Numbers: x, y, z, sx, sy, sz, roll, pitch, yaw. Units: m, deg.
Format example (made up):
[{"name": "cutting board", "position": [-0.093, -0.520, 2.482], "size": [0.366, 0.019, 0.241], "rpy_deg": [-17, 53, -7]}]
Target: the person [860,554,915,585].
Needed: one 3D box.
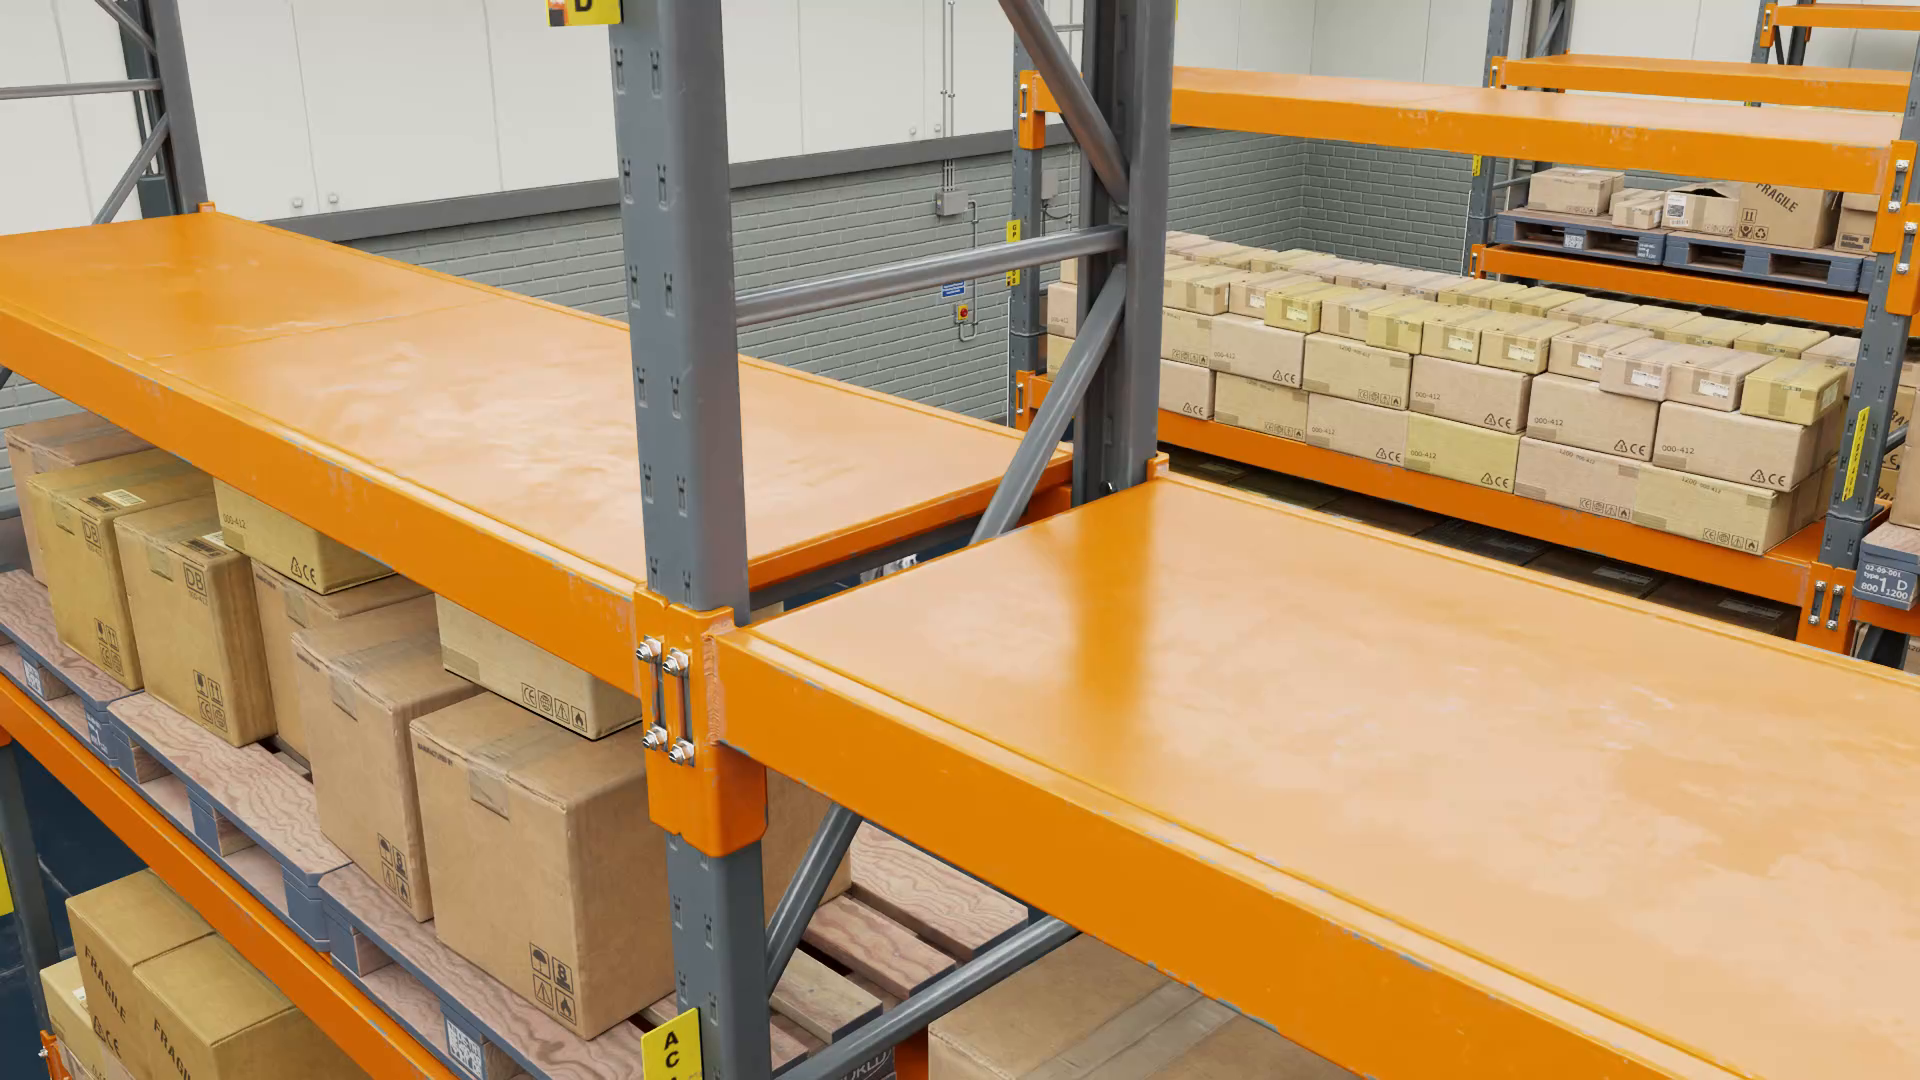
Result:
[{"name": "person", "position": [-0.540, 0.012, 11.781], "size": [0.620, 1.774, 0.453], "rpy_deg": [18, 27, 40]}]
